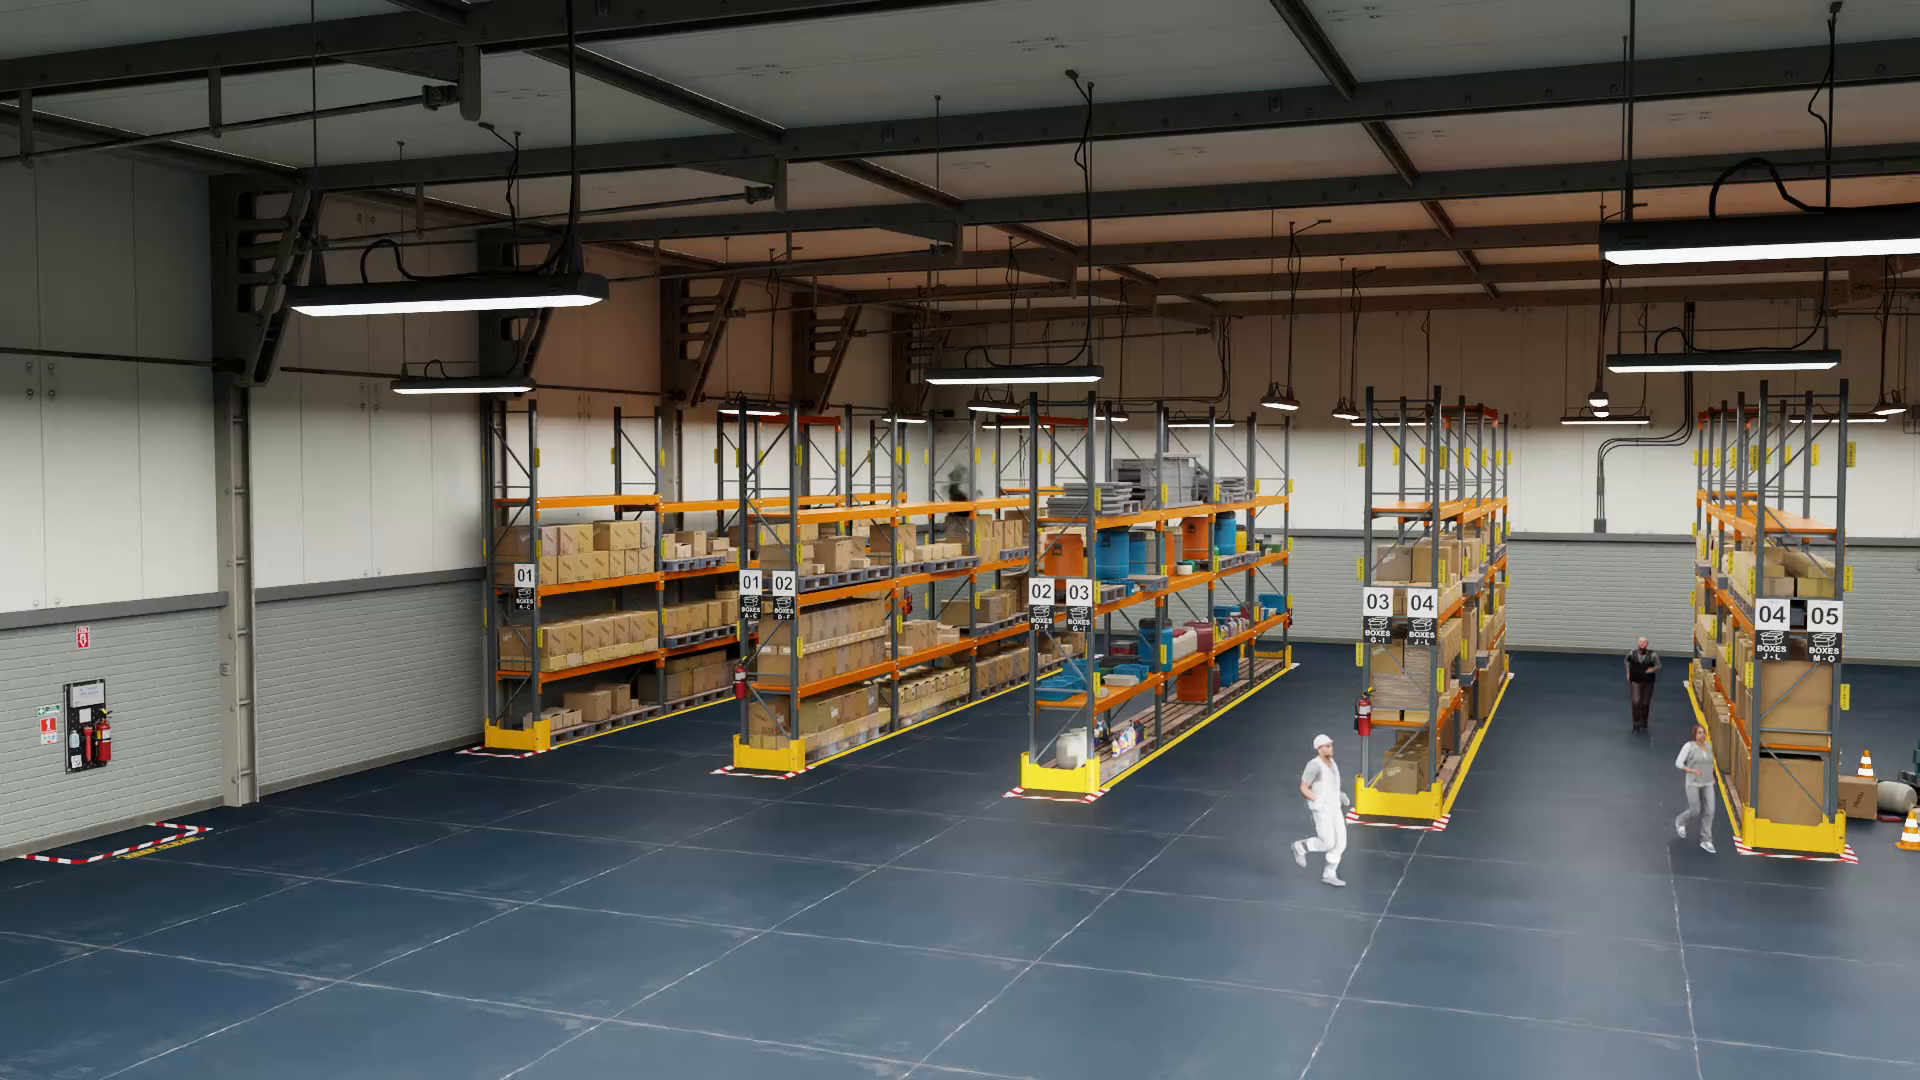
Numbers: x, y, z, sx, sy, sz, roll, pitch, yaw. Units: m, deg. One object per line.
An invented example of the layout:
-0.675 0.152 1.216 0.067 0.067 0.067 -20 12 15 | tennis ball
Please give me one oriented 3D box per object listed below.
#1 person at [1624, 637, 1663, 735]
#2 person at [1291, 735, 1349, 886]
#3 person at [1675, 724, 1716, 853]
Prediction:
12.475 2.649 30.372 0.643 1.775 0.791 1 3 21 | person
4.268 3.164 19.622 0.656 1.749 0.704 -3 4 -43 | person
9.465 3.168 21.377 0.546 1.588 0.712 0 3 -6 | person
